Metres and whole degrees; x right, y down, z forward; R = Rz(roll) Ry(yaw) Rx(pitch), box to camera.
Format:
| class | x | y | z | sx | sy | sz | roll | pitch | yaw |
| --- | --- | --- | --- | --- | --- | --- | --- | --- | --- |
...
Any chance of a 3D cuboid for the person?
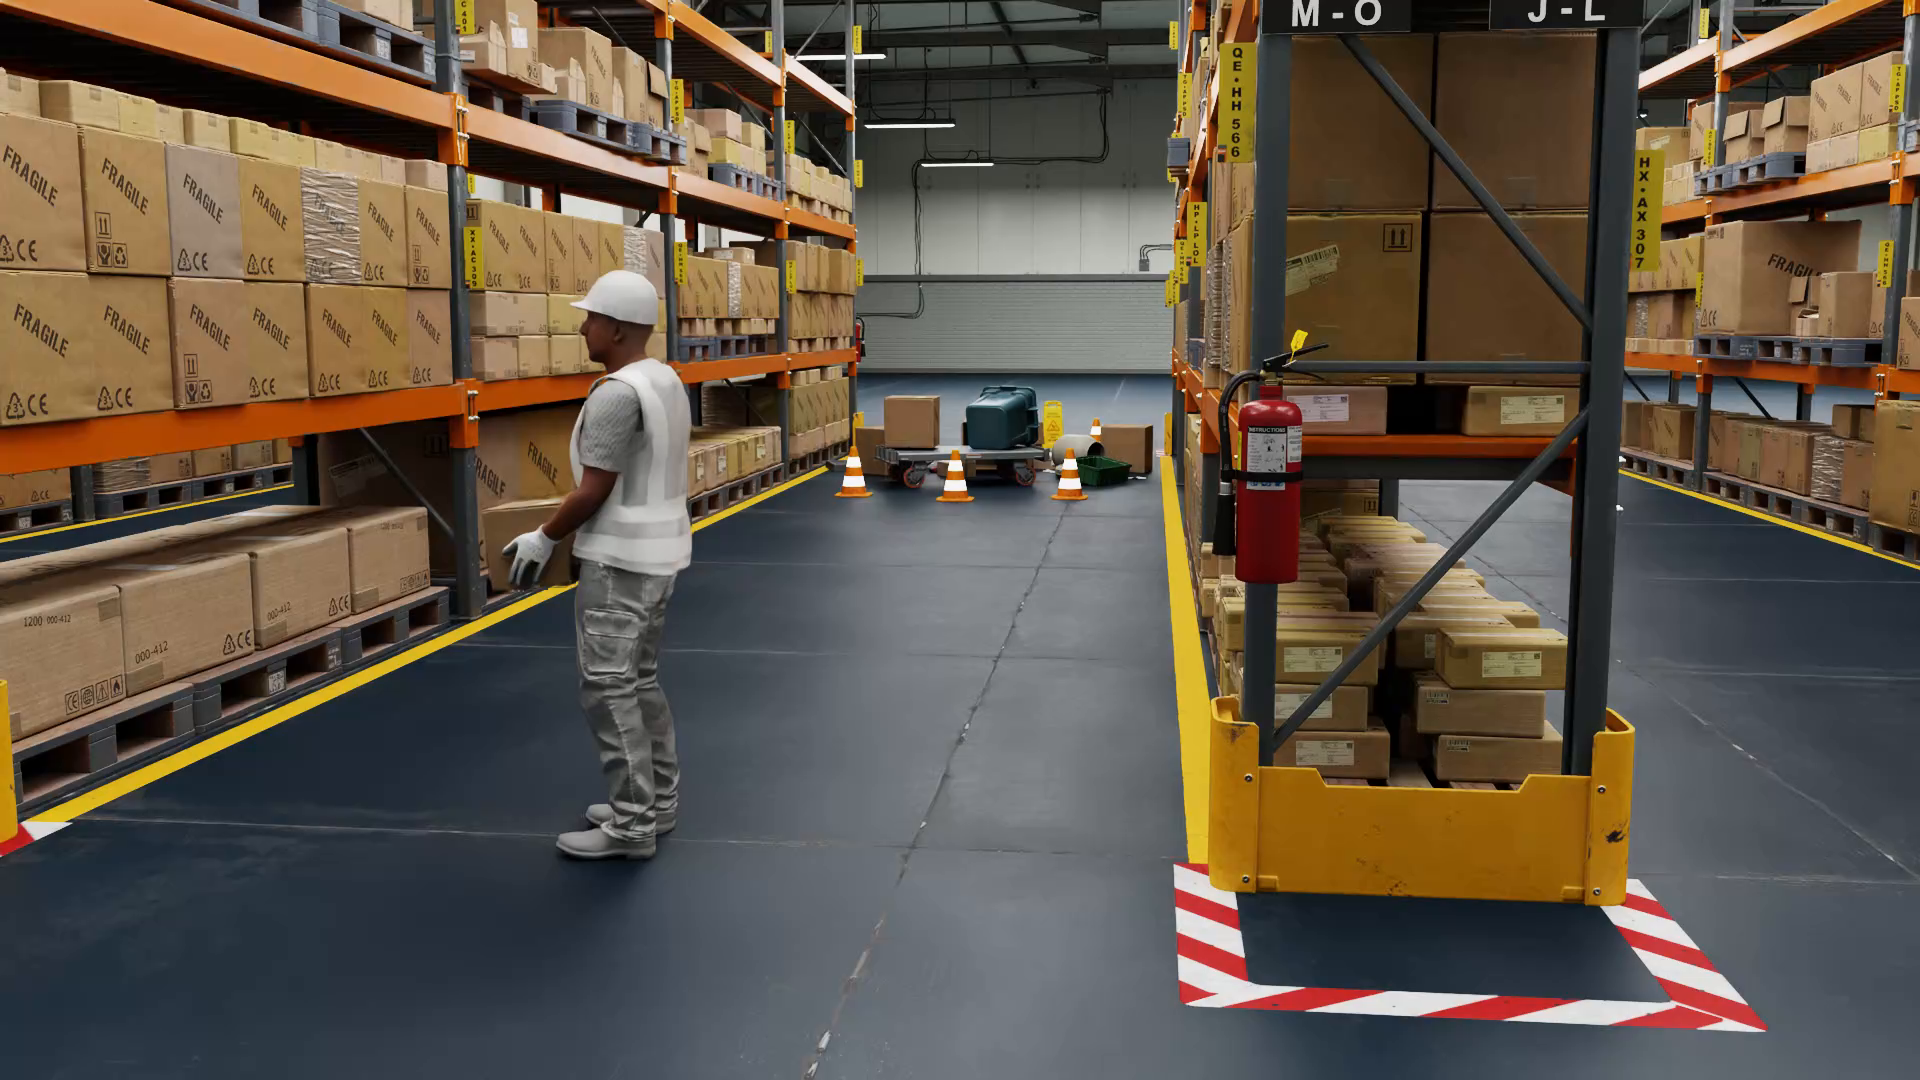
| class | x | y | z | sx | sy | sz | roll | pitch | yaw |
| --- | --- | --- | --- | --- | --- | --- | --- | --- | --- |
| person | -1.105 | 0.073 | 5.139 | 0.531 | 1.789 | 0.537 | 1 | 8 | 6 |
